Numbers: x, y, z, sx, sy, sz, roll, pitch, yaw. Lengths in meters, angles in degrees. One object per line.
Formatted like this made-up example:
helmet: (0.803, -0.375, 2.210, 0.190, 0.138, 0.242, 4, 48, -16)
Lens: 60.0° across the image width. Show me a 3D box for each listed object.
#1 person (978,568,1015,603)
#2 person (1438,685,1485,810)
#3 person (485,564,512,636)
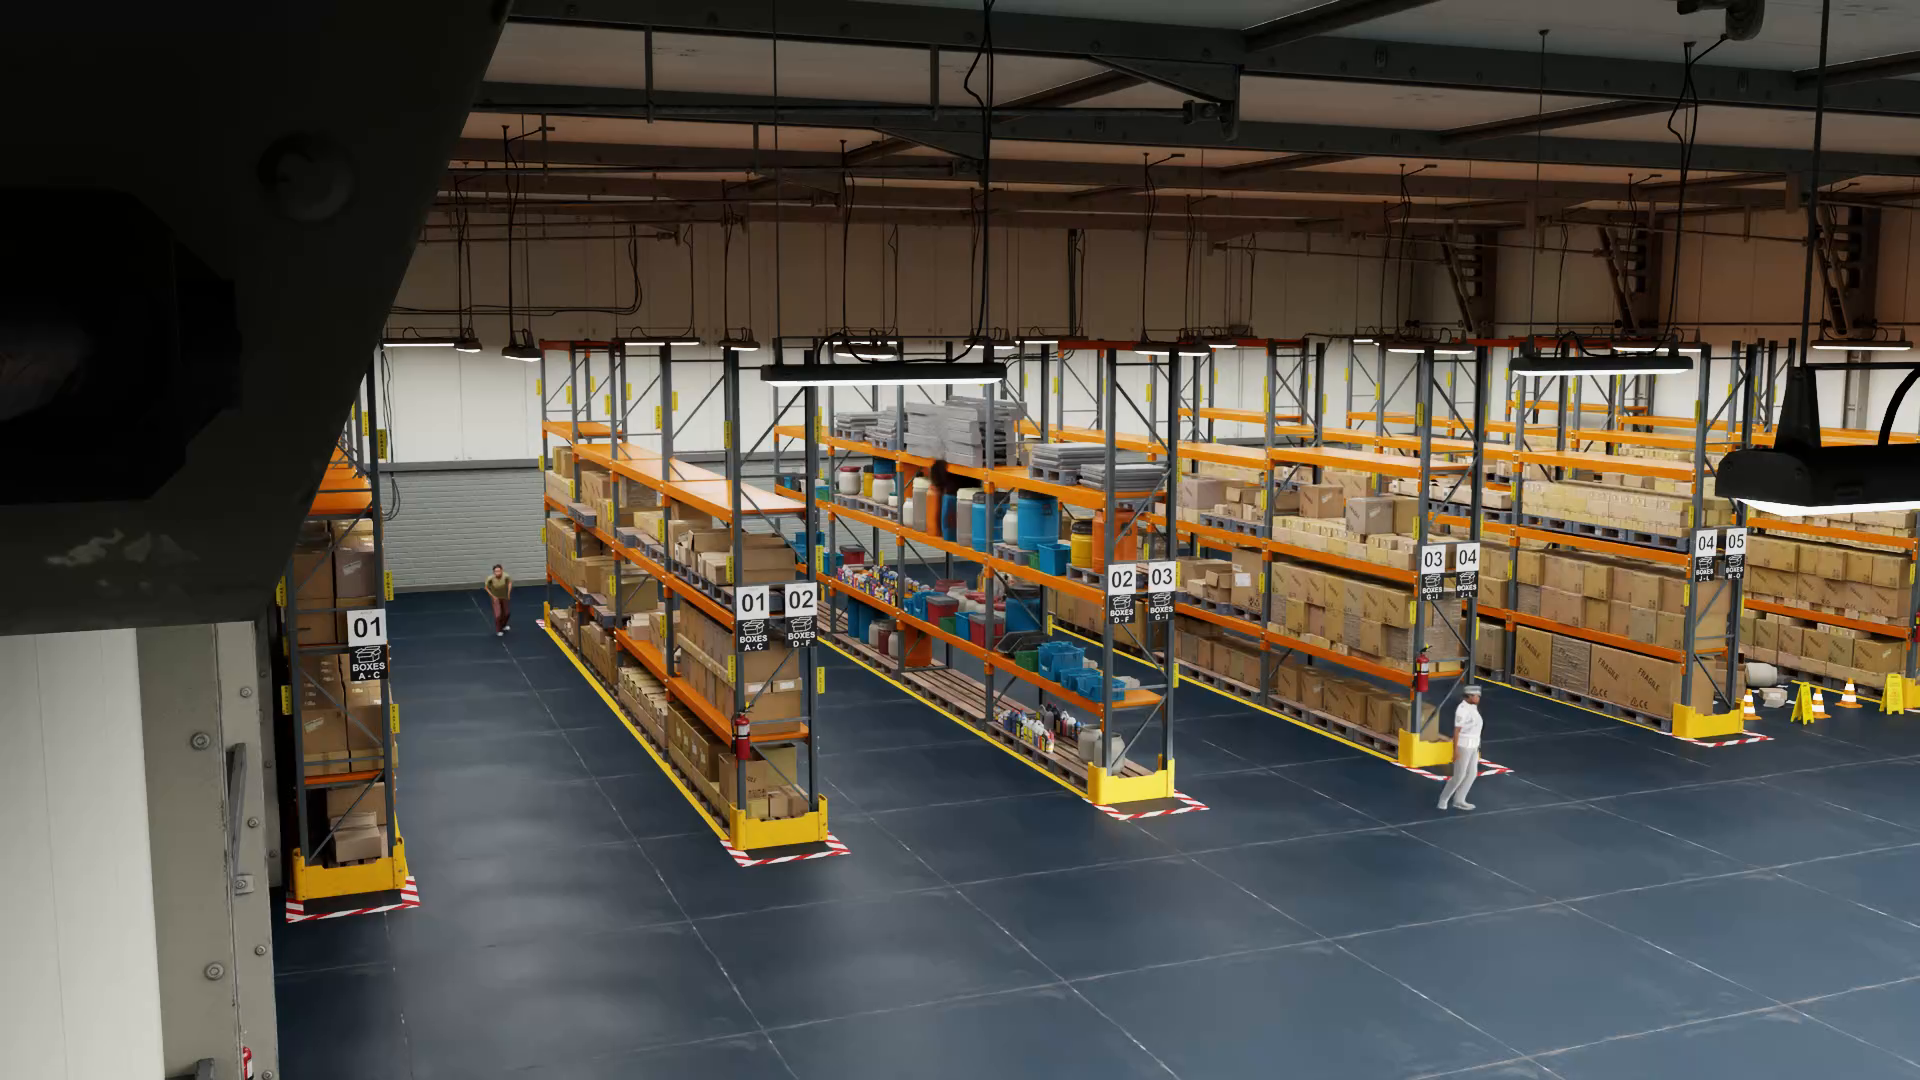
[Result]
person: (0.728, 1.097, 34.207, 0.691, 1.597, 1.083, -2, 8, -14)
person: (6.522, 2.708, 21.675, 0.465, 1.647, 0.581, 6, 10, 40)
person: (-9.373, 1.193, 33.793, 0.604, 1.523, 0.838, -5, 9, -33)
